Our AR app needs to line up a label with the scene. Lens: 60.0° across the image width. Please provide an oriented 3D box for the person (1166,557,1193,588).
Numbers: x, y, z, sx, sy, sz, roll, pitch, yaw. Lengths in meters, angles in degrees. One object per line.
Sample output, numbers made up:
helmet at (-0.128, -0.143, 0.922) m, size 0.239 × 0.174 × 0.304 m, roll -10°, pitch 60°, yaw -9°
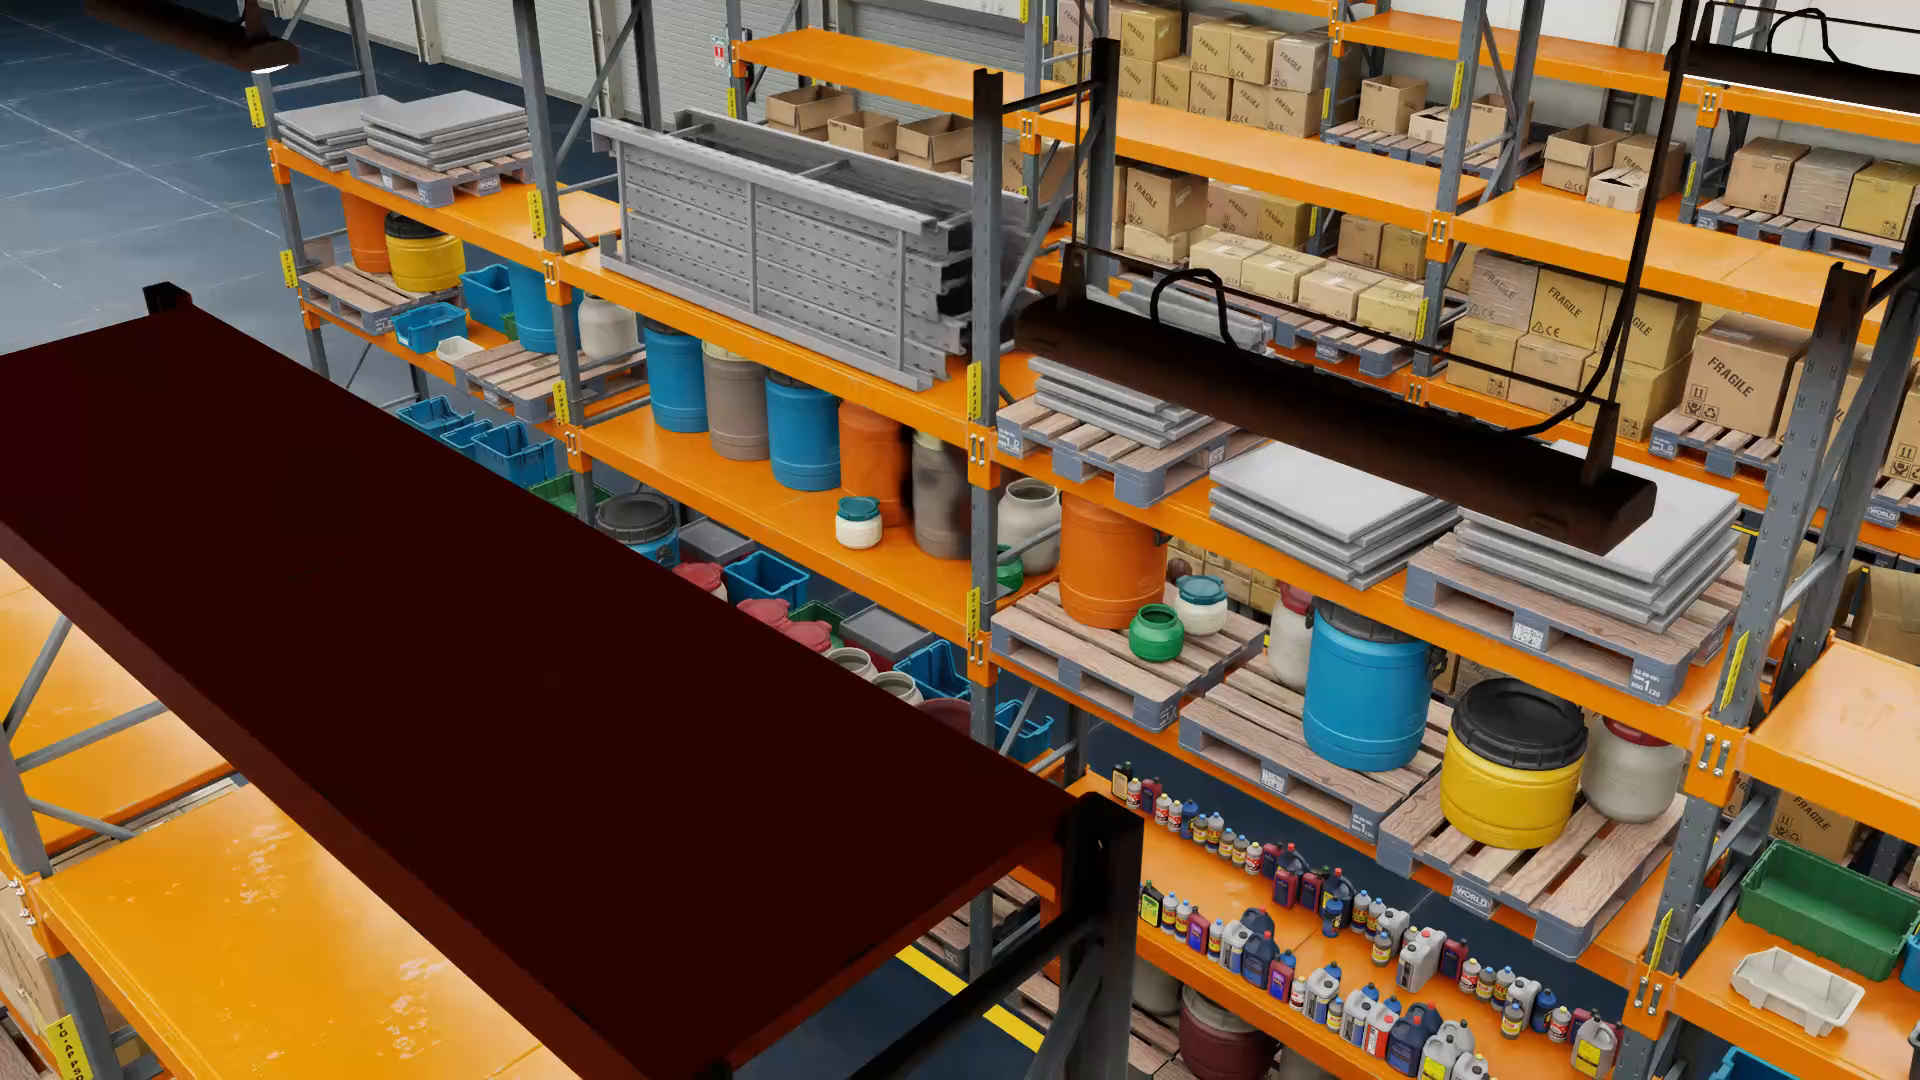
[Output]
person at (1.803, 0.837, 13.242) m, size 0.699 × 1.493 × 0.530 m, roll 13°, pitch 32°, yaw 22°
